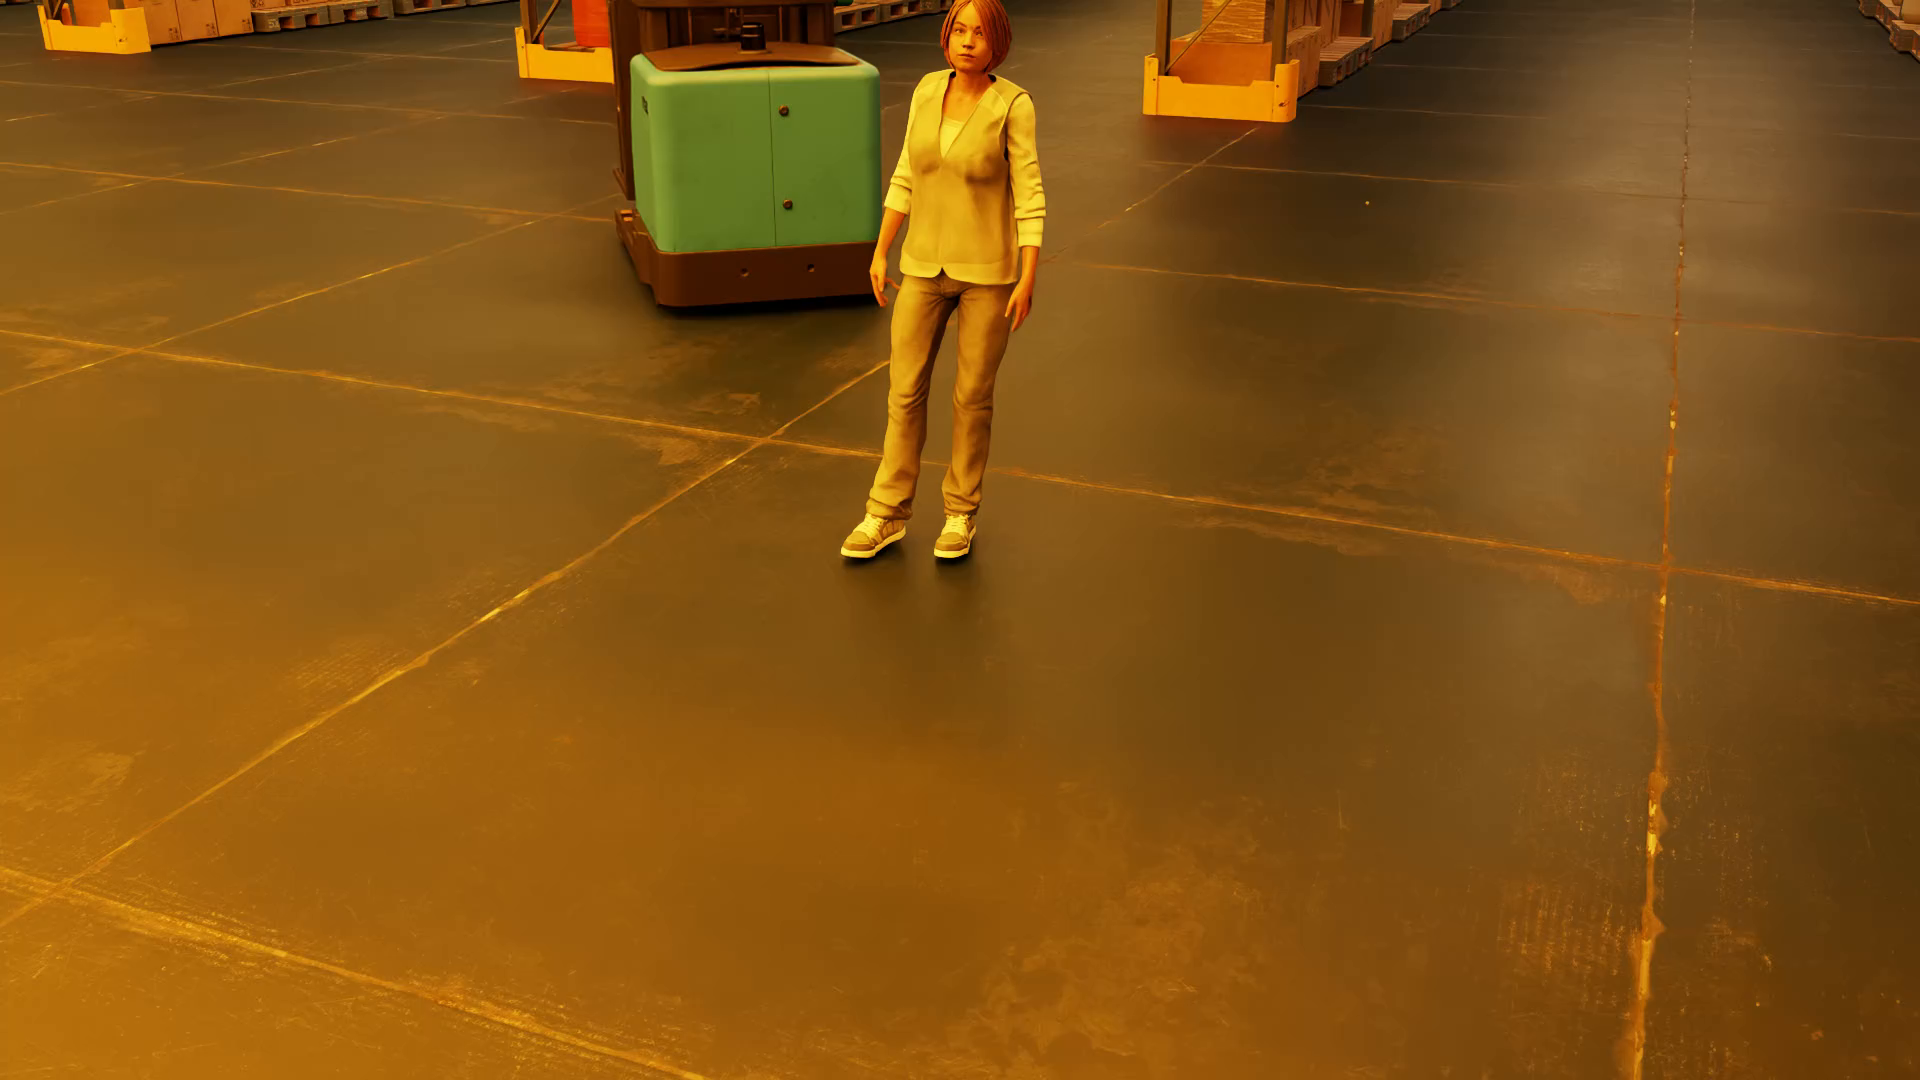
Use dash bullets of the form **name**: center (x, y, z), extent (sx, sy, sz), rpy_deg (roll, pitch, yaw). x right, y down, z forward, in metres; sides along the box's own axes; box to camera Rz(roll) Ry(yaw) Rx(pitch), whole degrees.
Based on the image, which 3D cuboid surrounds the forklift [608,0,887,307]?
- **forklift**: center (-1.231, -2.927, 8.295), extent (1.130, 2.935, 3.031), rpy_deg (-6, 23, -15)

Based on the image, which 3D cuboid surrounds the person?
- **person**: center (-0.042, -0.719, 4.723), extent (0.520, 1.599, 0.473), rpy_deg (9, 24, 21)
